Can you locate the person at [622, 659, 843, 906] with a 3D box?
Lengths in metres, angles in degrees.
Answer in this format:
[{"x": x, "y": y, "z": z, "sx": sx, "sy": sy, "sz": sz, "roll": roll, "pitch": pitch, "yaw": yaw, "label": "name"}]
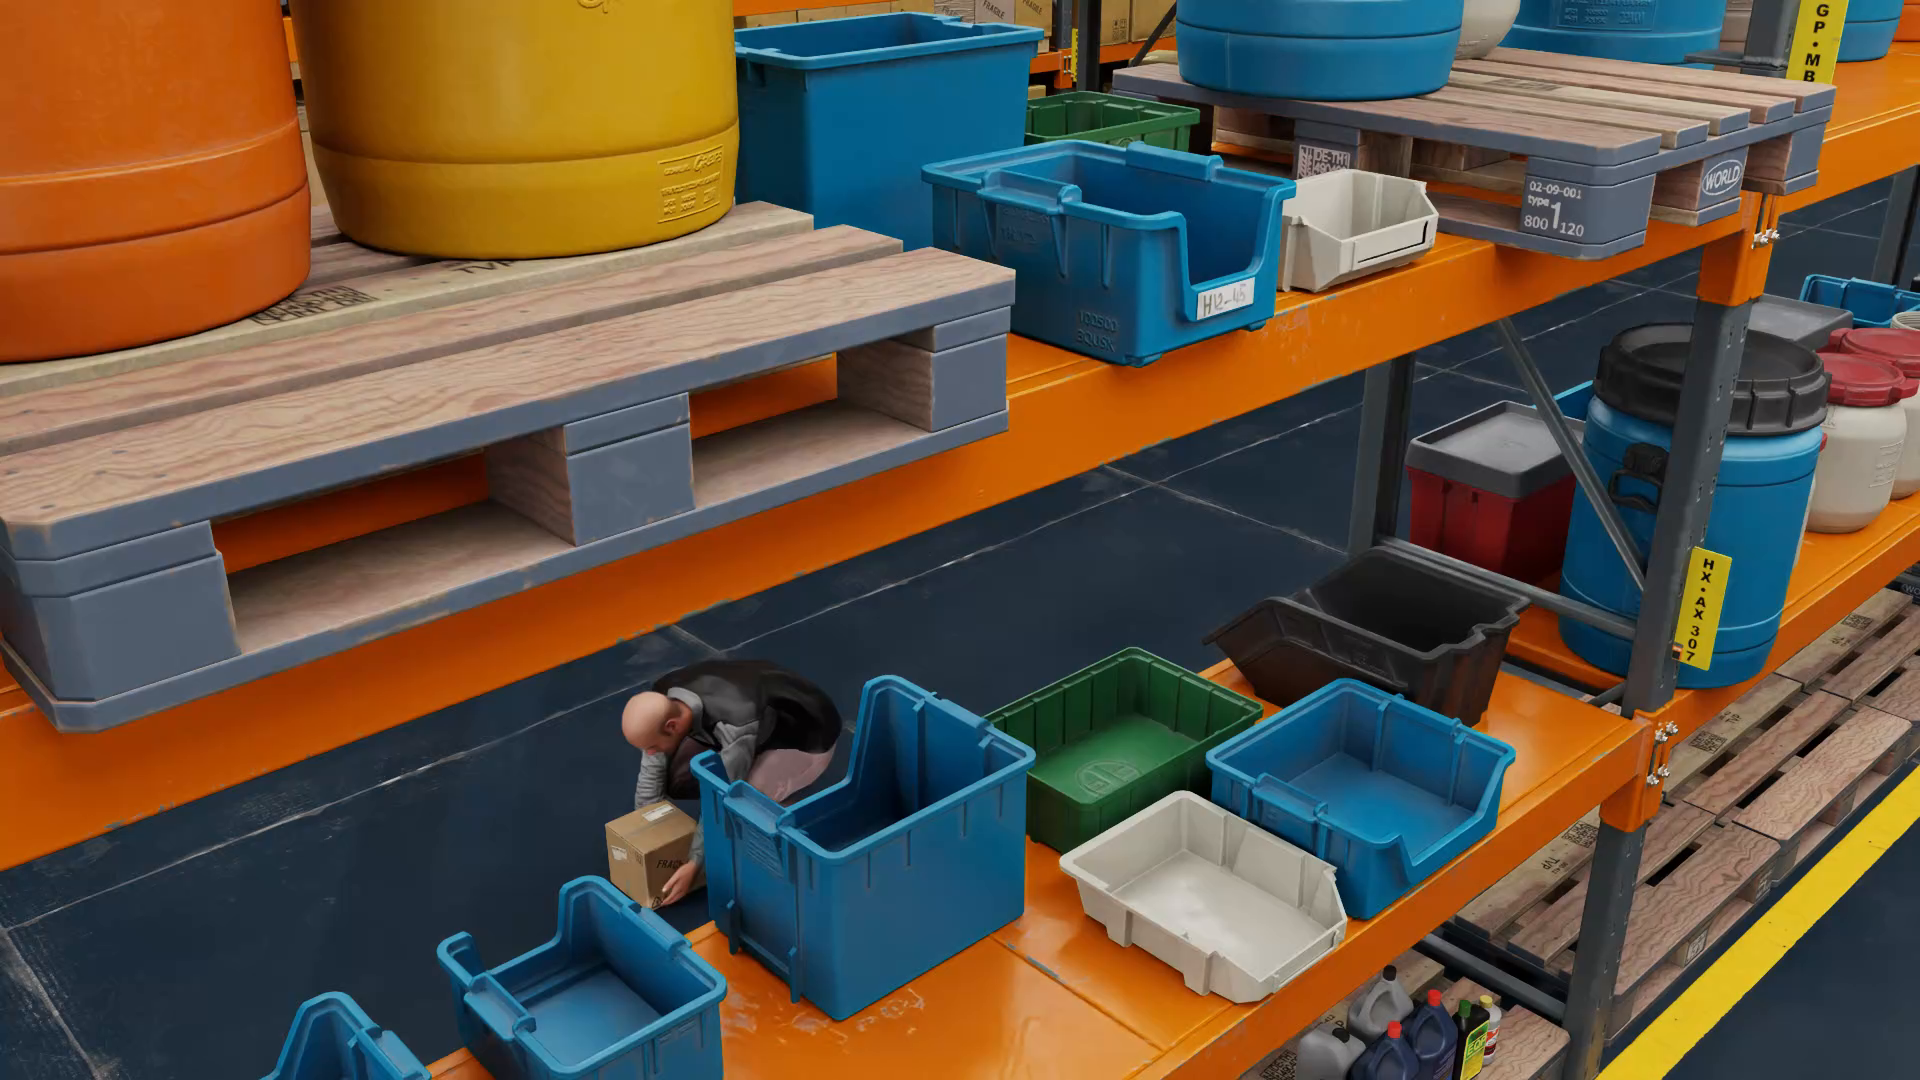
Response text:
[{"x": -0.836, "y": 0.790, "z": 6.016, "sx": 0.881, "sy": 0.834, "sz": 0.529, "roll": -21, "pitch": 32, "yaw": -38, "label": "person"}]
